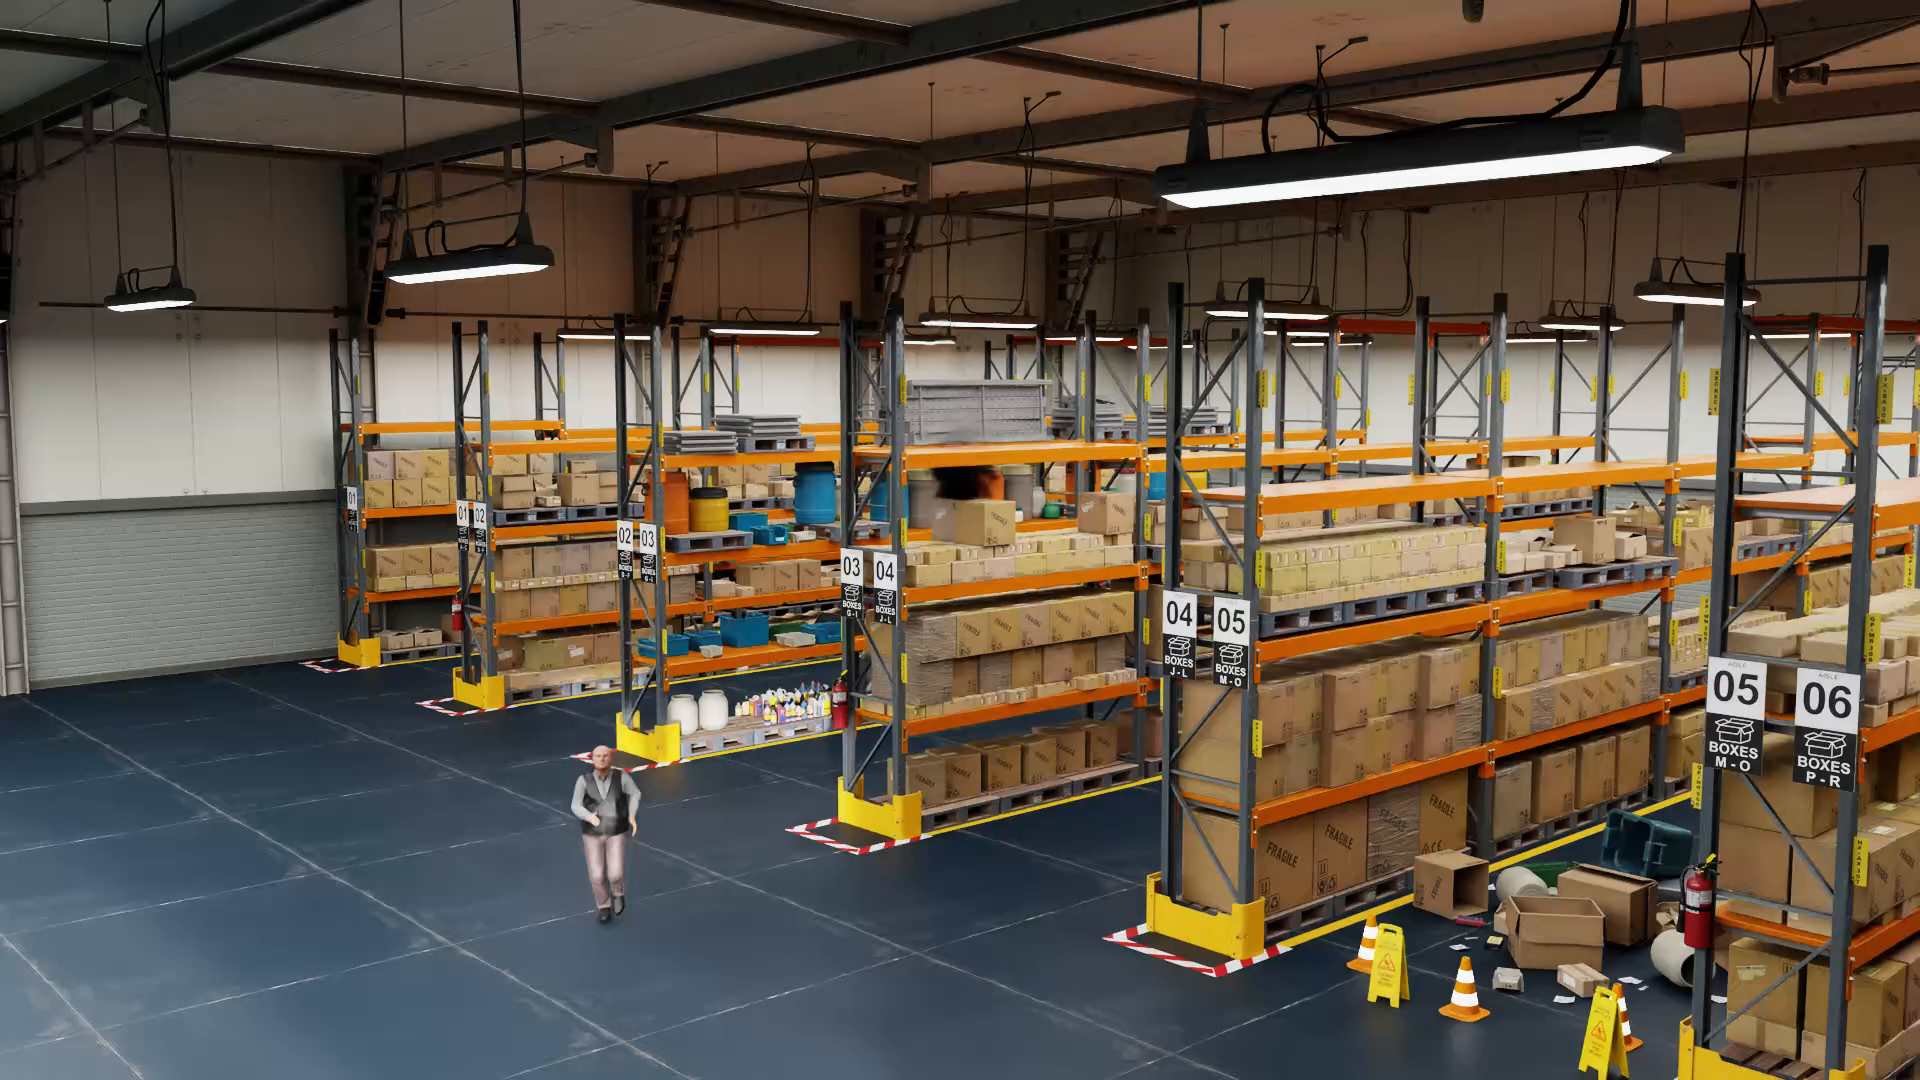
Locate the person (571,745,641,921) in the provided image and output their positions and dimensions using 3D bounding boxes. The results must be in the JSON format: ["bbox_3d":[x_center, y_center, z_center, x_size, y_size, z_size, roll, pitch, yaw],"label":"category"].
[{"bbox_3d":[-3.332,2.776,15.643,0.643,1.682,0.603,-1,6,-8],"label":"person"}]

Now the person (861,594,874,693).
[{"bbox_3d":[-1.261,1.642,27.339,0.834,1.695,0.586,-4,7,-38],"label":"person"}]
